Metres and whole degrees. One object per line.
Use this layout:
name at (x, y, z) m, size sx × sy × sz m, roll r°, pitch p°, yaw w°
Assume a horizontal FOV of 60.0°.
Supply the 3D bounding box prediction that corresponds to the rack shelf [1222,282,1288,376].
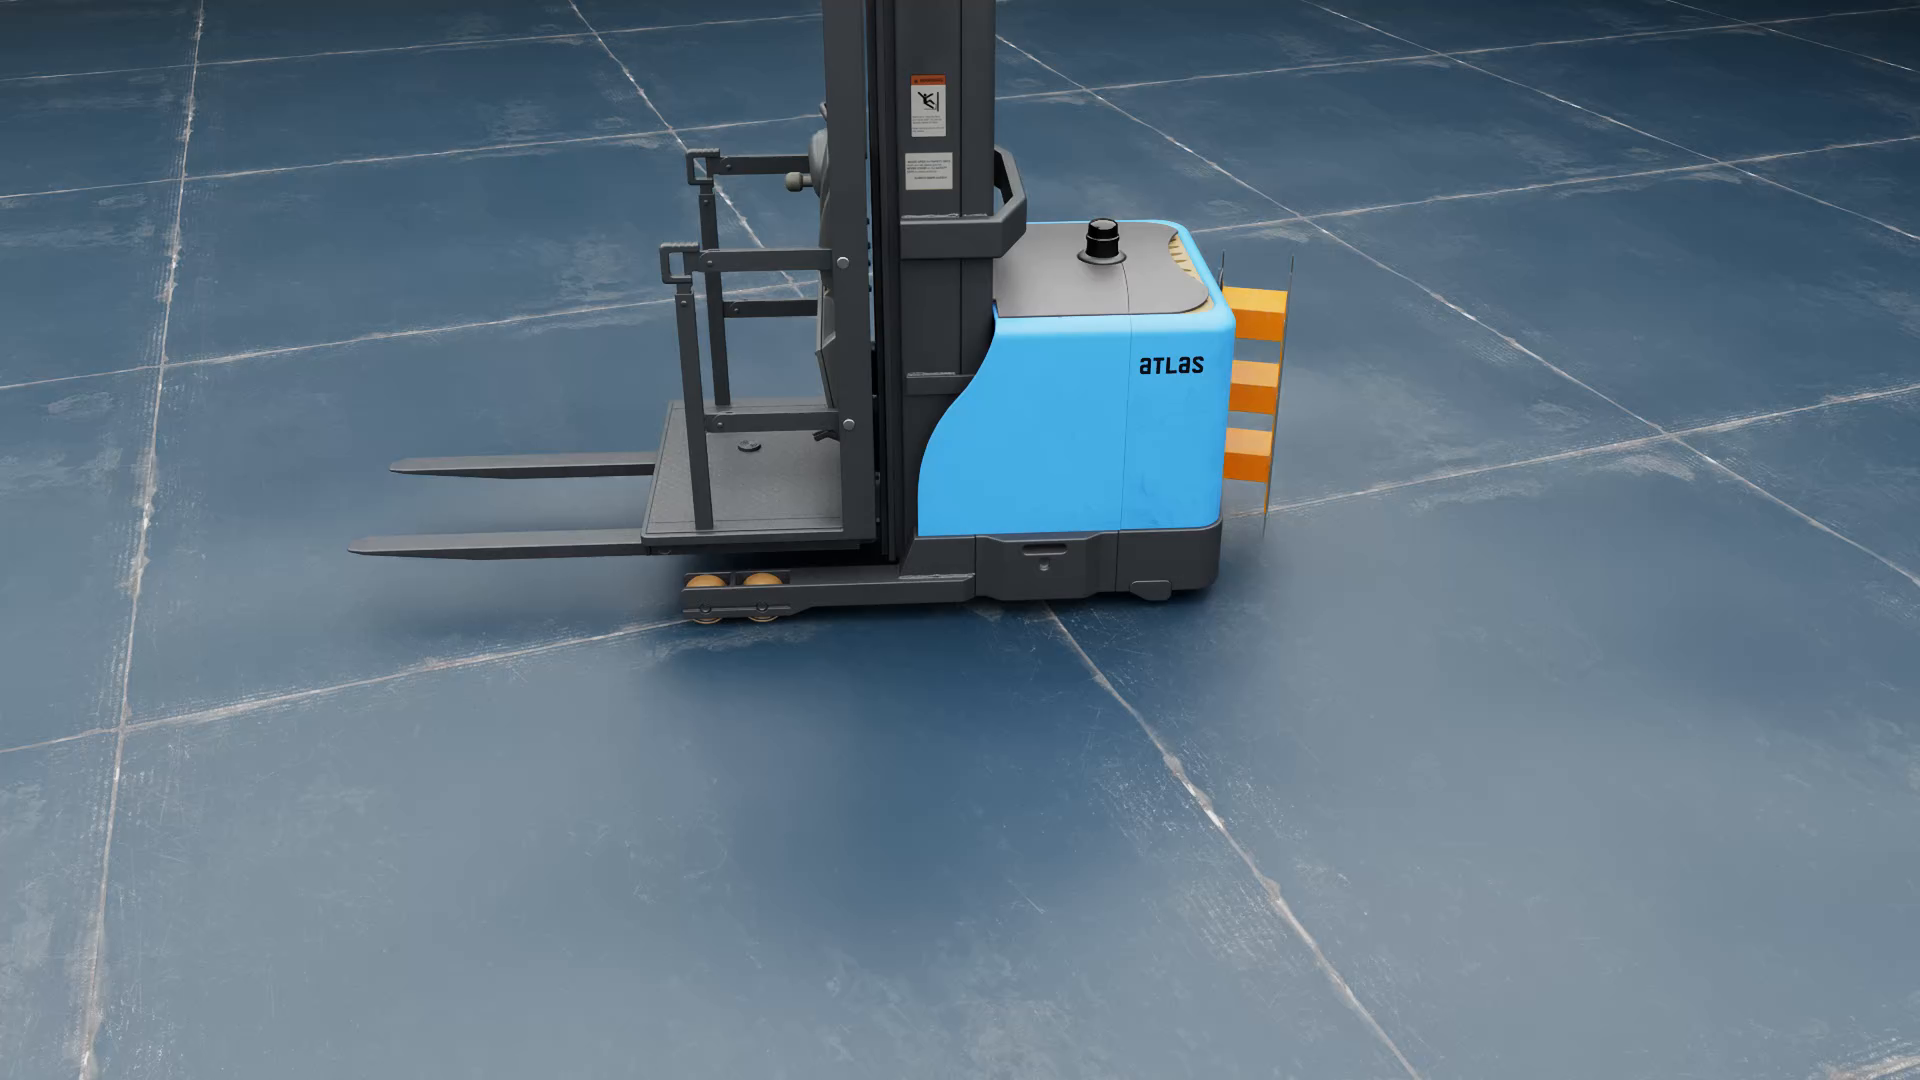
rack shelf at (1.043, -0.760, 5.970) m, size 0.240 × 0.259 × 0.215 m, roll 6°, pitch 31°, yaw 11°

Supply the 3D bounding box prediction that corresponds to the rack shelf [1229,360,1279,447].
rack shelf at (1.044, -0.514, 6.111) m, size 0.240 × 0.259 × 0.215 m, roll 6°, pitch 31°, yaw 11°

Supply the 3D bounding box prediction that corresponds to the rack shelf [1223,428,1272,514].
rack shelf at (1.044, -0.273, 6.250) m, size 0.240 × 0.259 × 0.215 m, roll 6°, pitch 31°, yaw 11°

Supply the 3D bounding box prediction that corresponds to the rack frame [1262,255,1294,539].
rack frame at (1.163, -0.509, 6.083) m, size 0.008 × 1.050 × 0.200 m, roll 6°, pitch 31°, yaw 11°

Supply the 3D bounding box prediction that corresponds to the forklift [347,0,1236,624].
forklift at (-0.625, -1.254, 5.491) m, size 3.031 × 2.935 × 1.130 m, roll -2°, pitch 30°, yaw -3°

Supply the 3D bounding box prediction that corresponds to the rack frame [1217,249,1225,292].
rack frame at (0.925, -0.536, 6.129) m, size 0.008 × 1.050 × 0.200 m, roll 6°, pitch 31°, yaw 11°

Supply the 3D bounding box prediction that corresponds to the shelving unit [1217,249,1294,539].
shelving unit at (1.044, -0.523, 6.106) m, size 0.252 × 1.050 × 0.215 m, roll 6°, pitch 31°, yaw 11°
